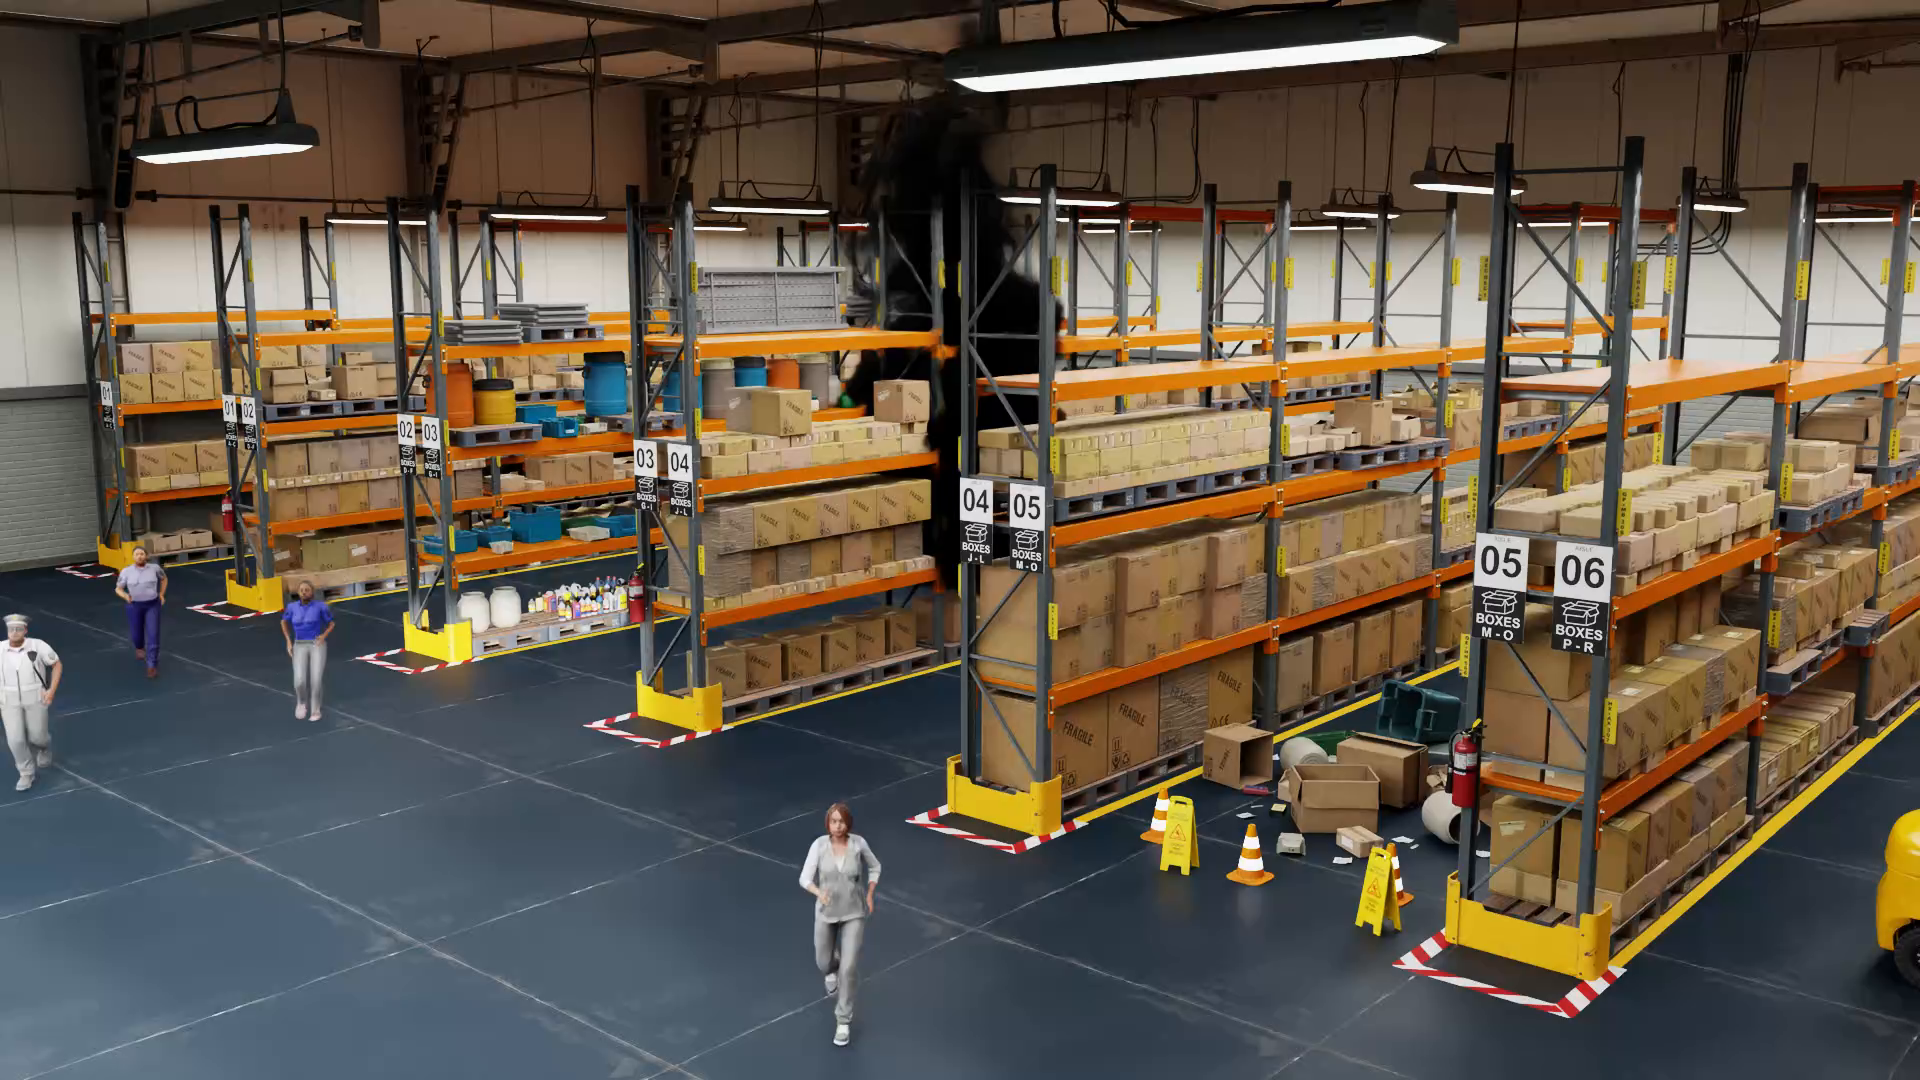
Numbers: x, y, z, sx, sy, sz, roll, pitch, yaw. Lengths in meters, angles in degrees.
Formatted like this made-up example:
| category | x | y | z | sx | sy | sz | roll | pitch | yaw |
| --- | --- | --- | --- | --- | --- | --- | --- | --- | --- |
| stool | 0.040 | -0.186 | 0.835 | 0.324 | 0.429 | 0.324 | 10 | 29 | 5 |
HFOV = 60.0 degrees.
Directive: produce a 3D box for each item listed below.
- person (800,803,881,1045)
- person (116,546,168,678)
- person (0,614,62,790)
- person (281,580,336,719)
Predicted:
| category | x | y | z | sx | sy | sz | roll | pitch | yaw |
| --- | --- | --- | --- | --- | --- | --- | --- | --- | --- |
| person | -0.808 | 2.541 | 11.297 | 0.550 | 1.566 | 0.783 | 0 | 9 | -2 |
| person | -10.349 | 0.891 | 21.099 | 0.607 | 1.622 | 0.849 | -5 | 11 | -28 |
| person | -9.349 | 1.572 | 16.637 | 0.690 | 1.747 | 0.637 | -4 | 10 | -22 |
| person | -7.365 | 1.256 | 18.823 | 0.585 | 1.626 | 0.589 | -3 | 10 | -18 |
